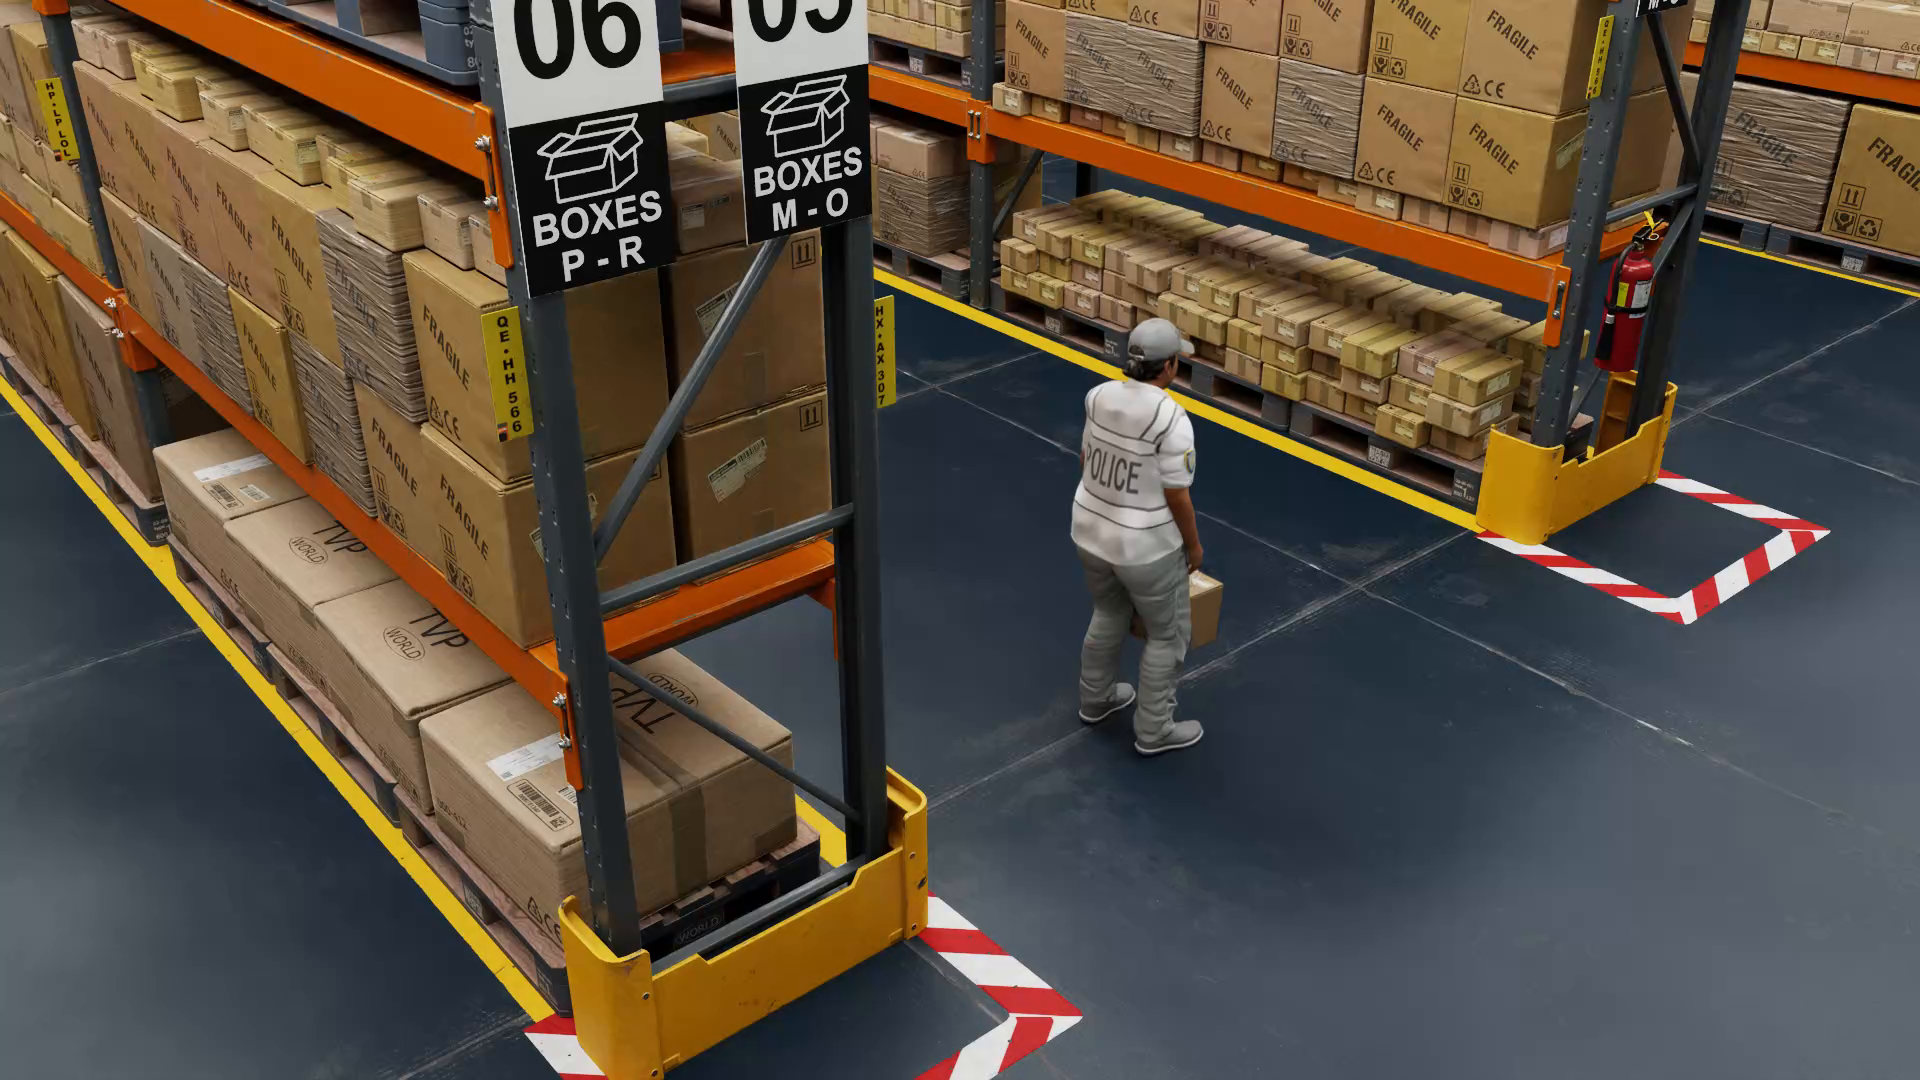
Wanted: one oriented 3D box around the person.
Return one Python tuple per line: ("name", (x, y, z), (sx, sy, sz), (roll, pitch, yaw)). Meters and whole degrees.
("person", (0.670, -0.003, 6.117), (0.443, 1.669, 0.507), (-23, 36, -36))
